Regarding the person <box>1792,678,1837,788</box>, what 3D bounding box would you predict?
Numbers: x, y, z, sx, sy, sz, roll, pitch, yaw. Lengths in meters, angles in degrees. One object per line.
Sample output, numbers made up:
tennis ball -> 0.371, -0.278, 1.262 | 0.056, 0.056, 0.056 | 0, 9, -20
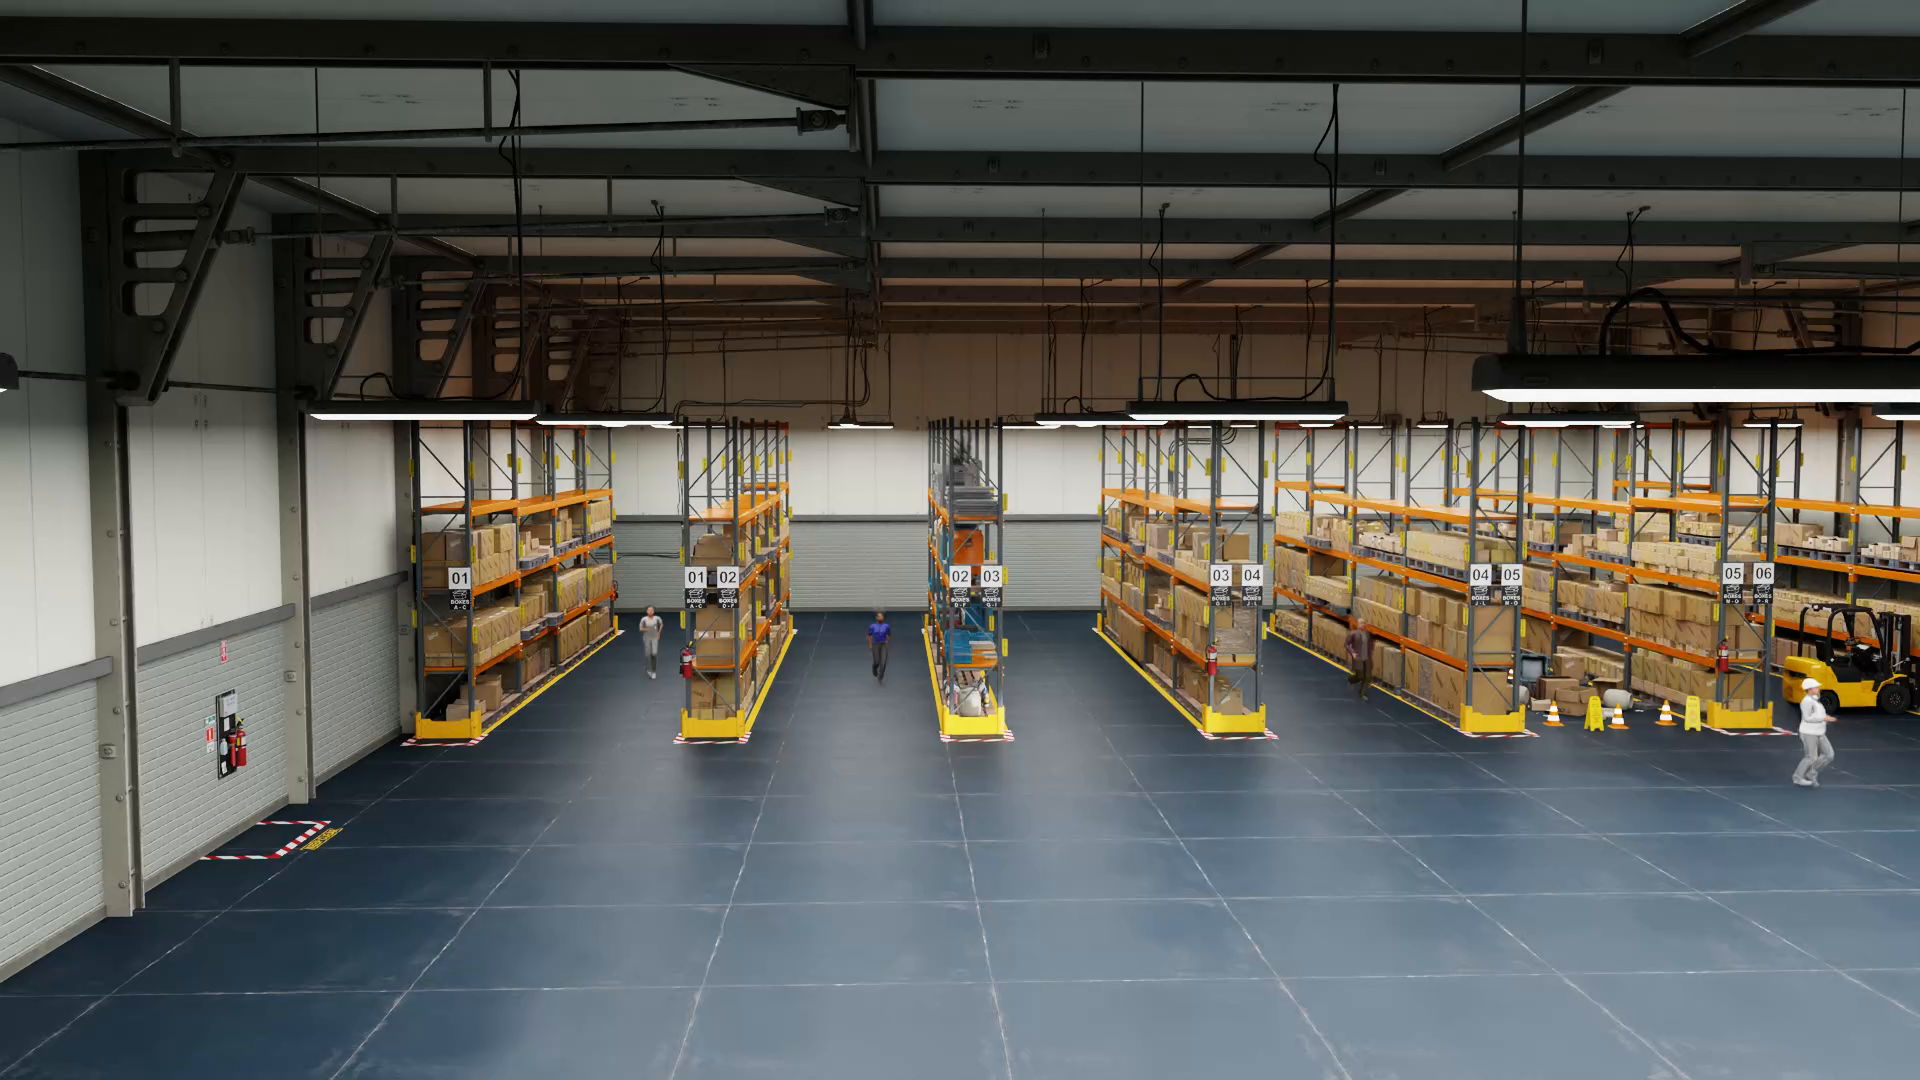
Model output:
person -> 13.720, 3.108, 26.652 | 0.658, 1.779, 0.641 | 4, 5, 44

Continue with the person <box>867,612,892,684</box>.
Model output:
person -> -1.818, 2.477, 37.738 | 0.575, 1.550, 0.565 | -1, 4, -11

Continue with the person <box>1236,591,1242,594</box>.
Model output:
person -> 7.751, 1.859, 47.203 | 0.562, 1.540, 0.602 | 0, 4, 1

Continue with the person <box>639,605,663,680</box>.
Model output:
person -> -7.182, 2.367, 38.671 | 0.558, 1.715, 0.703 | -1, 4, -12

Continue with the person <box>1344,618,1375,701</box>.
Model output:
person -> 8.569, 2.541, 35.563 | 0.711, 1.743, 0.756 | -1, 4, -13
